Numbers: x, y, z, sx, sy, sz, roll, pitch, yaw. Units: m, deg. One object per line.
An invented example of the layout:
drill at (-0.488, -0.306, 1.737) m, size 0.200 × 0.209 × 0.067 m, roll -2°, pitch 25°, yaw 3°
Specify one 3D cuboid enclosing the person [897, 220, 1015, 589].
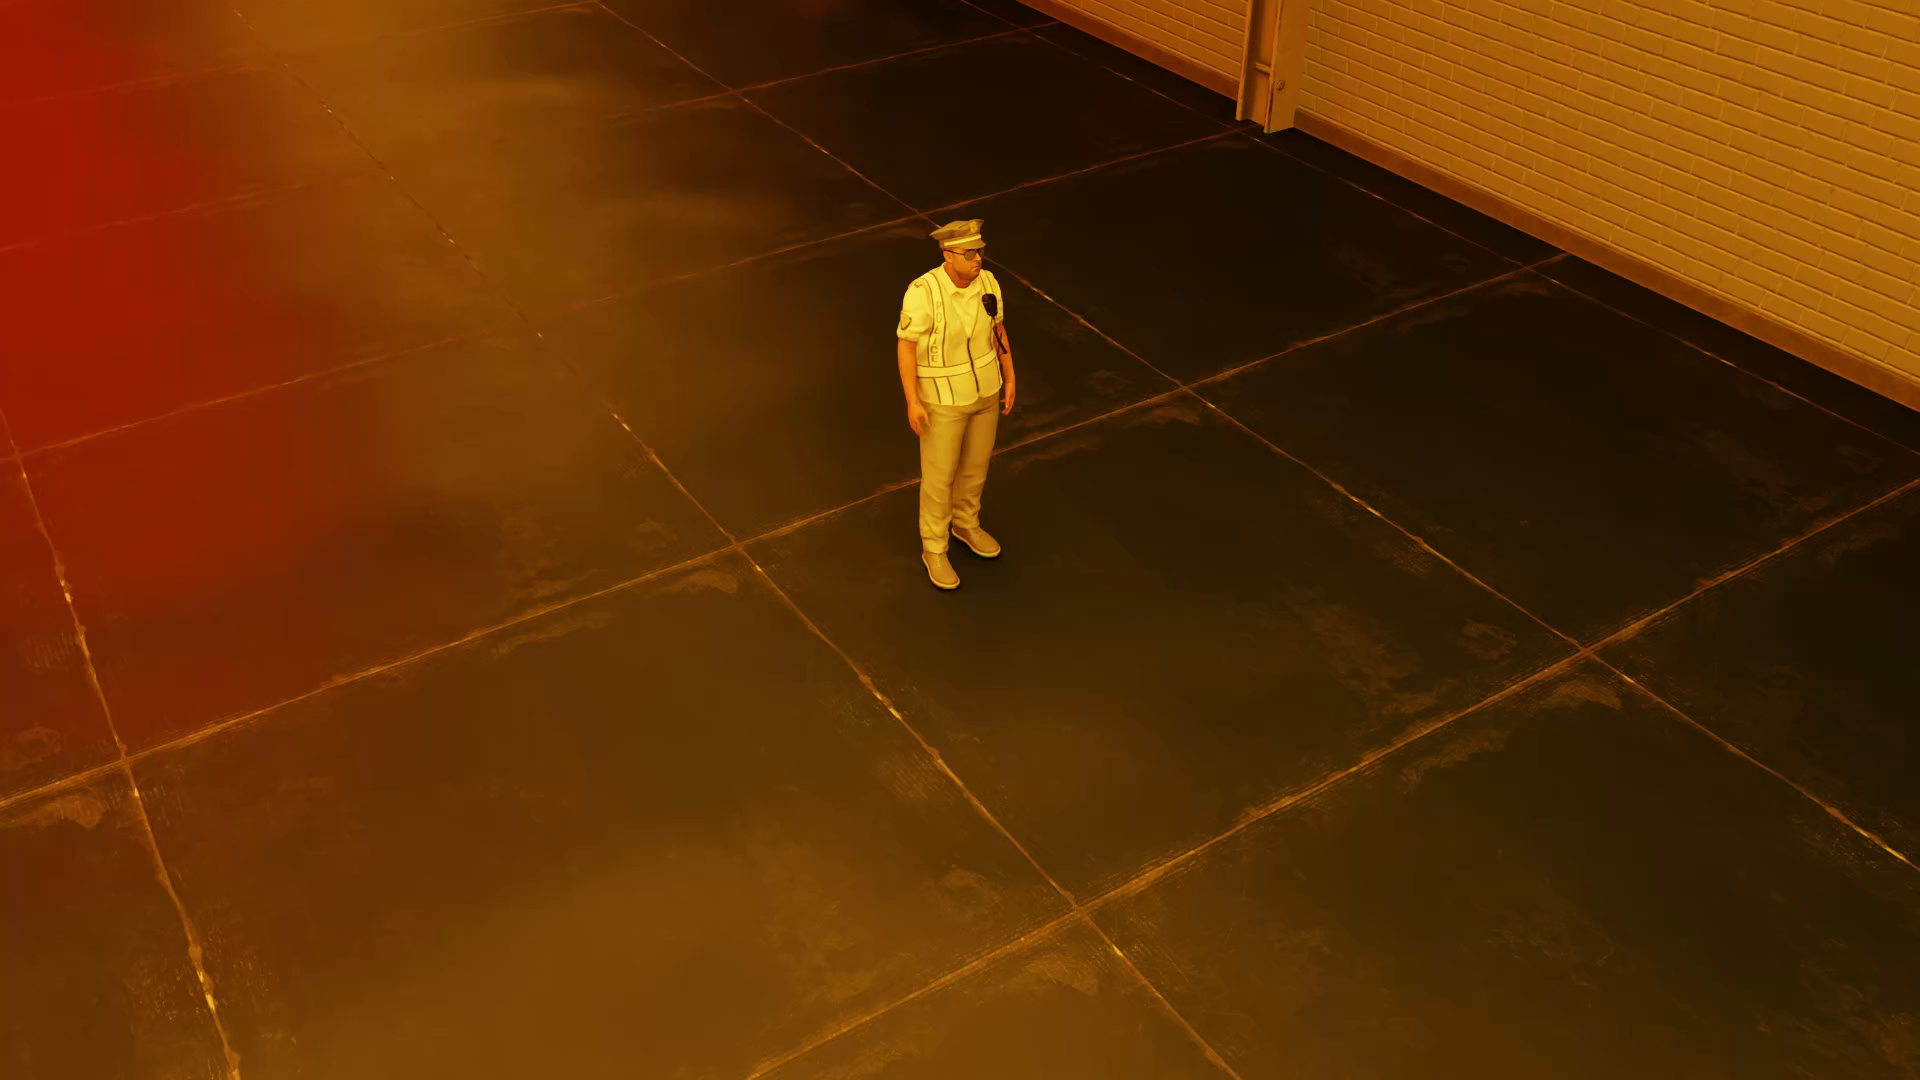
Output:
person at (0.032, -0.693, 8.123) m, size 0.640 × 1.778 × 0.575 m, roll -21°, pitch 40°, yaw -27°
